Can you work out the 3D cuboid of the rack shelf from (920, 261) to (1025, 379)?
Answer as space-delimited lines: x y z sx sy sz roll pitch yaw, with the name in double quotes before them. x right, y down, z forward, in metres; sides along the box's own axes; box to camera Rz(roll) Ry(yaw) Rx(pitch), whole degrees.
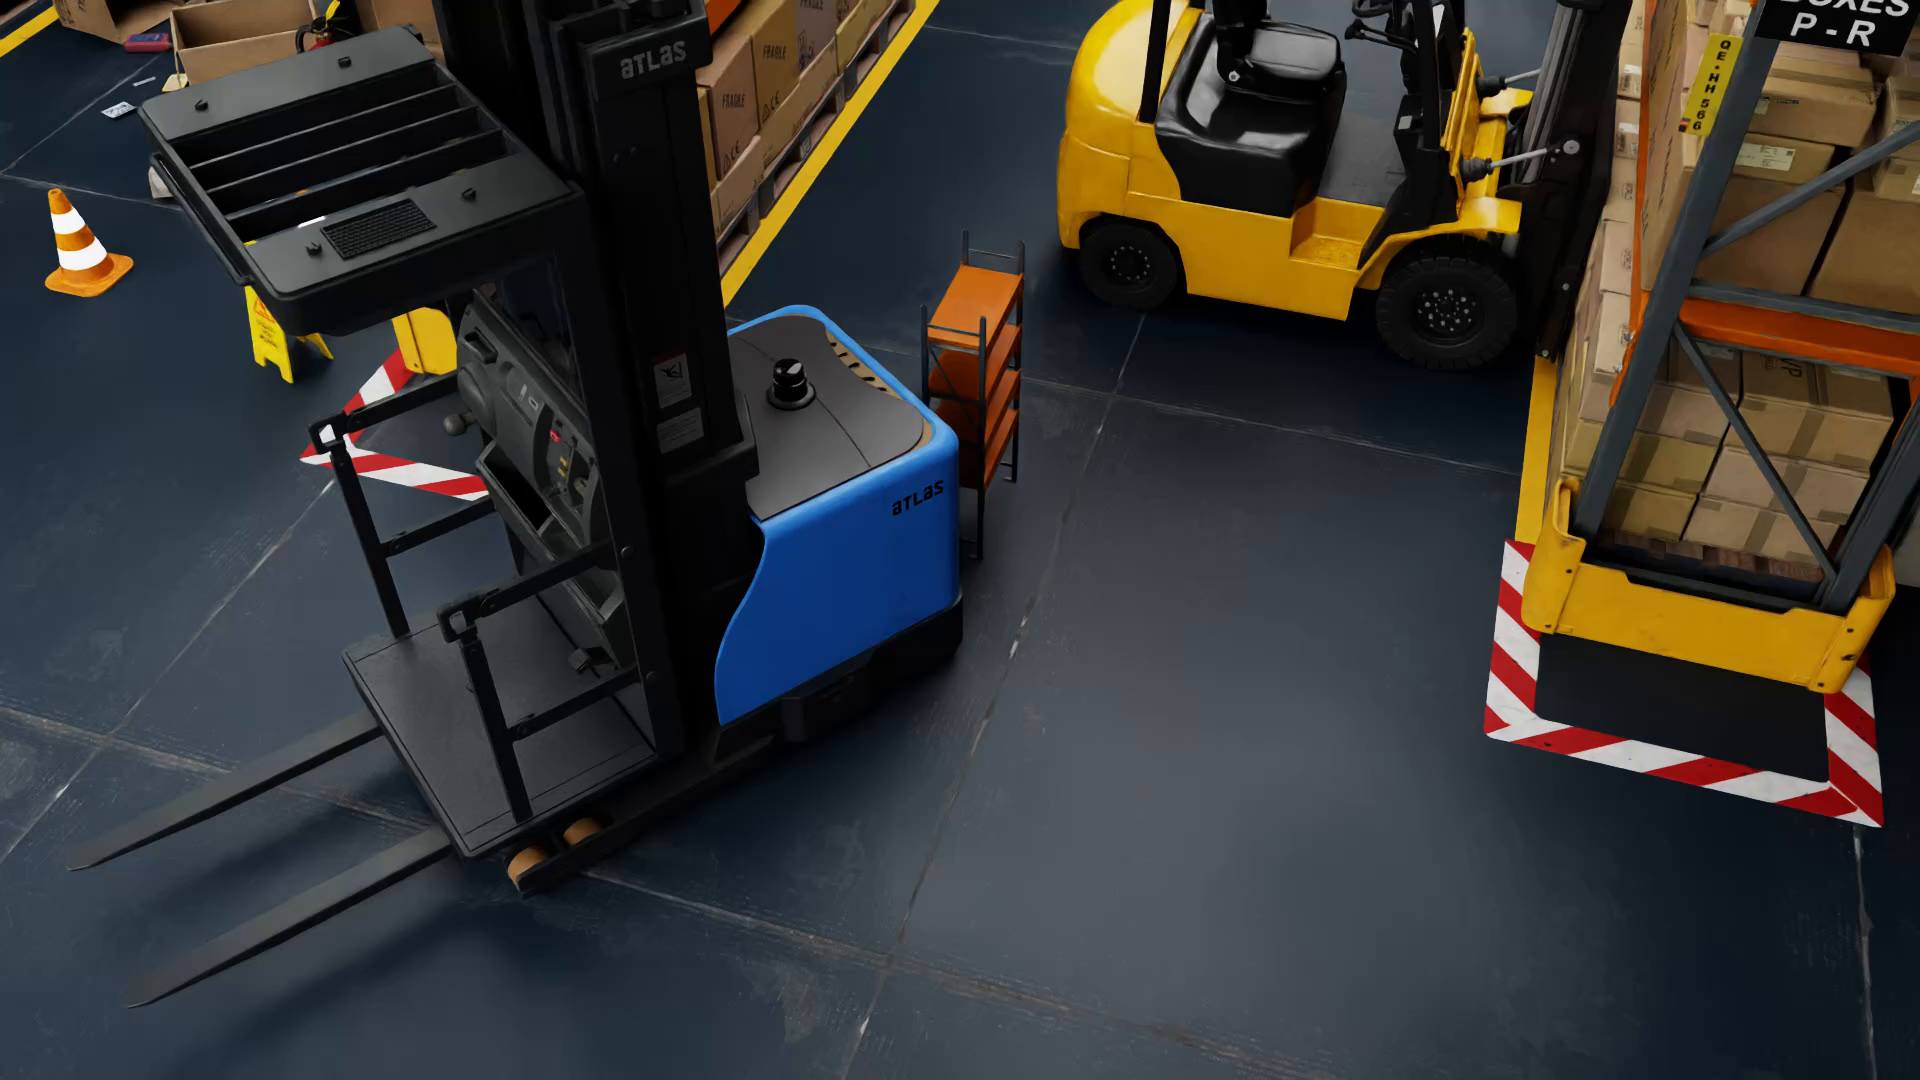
"rack shelf" 0.050 -0.820 6.168 0.258 0.148 0.480 13 46 13

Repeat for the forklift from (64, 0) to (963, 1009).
"forklift" -1.478 -0.293 4.954 3.031 2.935 1.130 -27 50 -25

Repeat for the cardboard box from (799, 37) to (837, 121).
"cardboard box" -0.980 -2.480 8.805 0.500 0.250 0.500 13 46 13

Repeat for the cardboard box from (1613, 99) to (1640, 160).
"cardboard box" 3.069 -1.658 7.250 0.500 0.250 0.500 12 46 12

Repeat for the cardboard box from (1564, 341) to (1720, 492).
"cardboard box" 2.623 -0.480 6.404 0.500 0.250 0.500 12 46 12

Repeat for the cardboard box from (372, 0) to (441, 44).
"cardboard box" -2.056 -2.355 6.727 0.500 0.500 0.500 12 46 12

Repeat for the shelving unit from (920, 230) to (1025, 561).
"shelving unit" 0.050 -0.539 6.443 0.258 1.200 0.503 13 46 13

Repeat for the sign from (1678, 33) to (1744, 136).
"sign" 2.261 -1.366 5.004 0.100 0.325 0.005 13 46 13

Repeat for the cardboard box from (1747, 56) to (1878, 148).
"cardboard box" 2.681 -1.401 5.289 0.380 0.149 0.250 13 46 13

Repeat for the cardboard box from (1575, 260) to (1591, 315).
"cardboard box" 2.922 -1.161 7.100 0.500 0.250 0.500 12 46 12

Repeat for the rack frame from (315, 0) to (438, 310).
"rack frame" -1.958 -1.793 6.437 1.000 3.000 0.127 13 46 13

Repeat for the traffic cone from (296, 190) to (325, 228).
"traffic cone" -3.057 -1.446 7.896 0.336 0.463 0.334 13 46 13

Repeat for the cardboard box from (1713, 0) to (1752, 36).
"cardboard box" 2.780 -1.752 5.648 0.380 0.149 0.250 13 46 13

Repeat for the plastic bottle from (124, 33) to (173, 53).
"plastic bottle" -4.684 -2.888 9.658 0.283 0.061 0.133 -2 44 -2

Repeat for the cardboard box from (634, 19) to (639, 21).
"cardboard box" -1.550 -2.192 6.561 0.500 0.500 0.500 12 46 12

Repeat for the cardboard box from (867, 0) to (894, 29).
"cardboard box" -0.669 -3.175 9.516 0.500 0.250 0.500 14 46 14

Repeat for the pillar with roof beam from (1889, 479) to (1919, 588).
"pillar with roof beam" -0.259 -4.073 4.478 9.100 9.000 0.400 13 46 13

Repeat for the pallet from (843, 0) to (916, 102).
"pallet" -0.916 -3.007 9.672 1.003 0.211 1.213 13 46 13

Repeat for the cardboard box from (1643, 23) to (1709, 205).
"cardboard box" 2.839 -1.507 6.074 0.500 0.500 0.500 14 46 14

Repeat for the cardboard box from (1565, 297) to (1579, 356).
"cardboard box" 2.935 -0.952 7.244 0.500 0.250 0.500 13 46 13

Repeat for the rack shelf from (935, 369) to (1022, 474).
"rack shelf" 0.050 -0.491 6.490 0.258 0.148 0.480 13 46 13

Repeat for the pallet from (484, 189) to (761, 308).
"pallet" -1.655 -1.381 8.010 1.003 0.211 1.213 13 46 13

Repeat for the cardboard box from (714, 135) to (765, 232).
"cardboard box" -1.288 -1.778 8.088 0.500 0.250 0.500 14 46 14

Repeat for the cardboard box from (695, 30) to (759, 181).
"cardboard box" -1.289 -2.072 7.853 0.500 0.500 0.500 11 45 11

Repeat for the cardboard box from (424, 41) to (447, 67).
"cardboard box" -2.049 -1.997 6.826 0.380 0.149 0.250 14 46 14

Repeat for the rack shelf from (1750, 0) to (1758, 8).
"rack shelf" 3.379 -2.892 5.930 1.077 0.370 4.000 13 46 13

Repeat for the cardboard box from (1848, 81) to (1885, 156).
"cardboard box" 3.138 -1.360 5.460 0.380 0.149 0.250 13 46 13

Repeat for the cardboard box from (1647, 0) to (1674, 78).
"cardboard box" 3.135 -2.186 6.768 0.500 0.500 0.500 13 46 13

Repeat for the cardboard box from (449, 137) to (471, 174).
"cardboard box" -1.964 -1.817 7.592 0.500 0.500 0.500 13 46 13

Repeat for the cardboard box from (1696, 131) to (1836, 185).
"cardboard box" 2.612 -1.302 5.400 0.380 0.149 0.250 13 46 13

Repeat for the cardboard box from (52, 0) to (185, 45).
"cardboard box" -4.987 -3.295 9.758 0.500 0.500 0.500 20 48 19

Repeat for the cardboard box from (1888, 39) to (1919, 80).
"cardboard box" 3.219 -1.460 5.350 0.380 0.149 0.250 14 46 14

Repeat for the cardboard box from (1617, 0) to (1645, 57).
"cardboard box" 3.375 -2.340 7.947 0.500 0.250 0.500 13 46 13

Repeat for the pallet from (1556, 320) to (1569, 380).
"pallet" 3.337 -1.076 7.699 1.003 0.211 1.213 13 46 13

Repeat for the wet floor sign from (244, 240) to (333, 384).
"wet floor sign" -3.035 -1.051 7.363 0.267 0.644 0.232 28 51 26

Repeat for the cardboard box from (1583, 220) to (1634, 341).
"cardboard box" 2.765 -0.983 6.561 0.500 0.250 0.500 13 46 13

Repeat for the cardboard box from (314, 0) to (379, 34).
"cardboard box" -3.564 -3.281 9.646 0.797 0.637 0.503 13 46 13

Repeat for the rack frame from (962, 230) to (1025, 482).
"rack frame" 0.124 -0.702 6.609 0.240 1.200 0.015 13 46 13

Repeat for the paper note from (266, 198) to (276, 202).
"paper note" -3.569 -1.783 8.550 0.148 0.019 0.142 -2 44 -2

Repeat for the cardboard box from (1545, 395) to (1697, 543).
"cardboard box" 2.615 -0.291 6.569 0.500 0.250 0.500 13 46 13

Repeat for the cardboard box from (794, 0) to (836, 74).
"cardboard box" -0.976 -2.763 8.559 0.500 0.500 0.500 15 46 15

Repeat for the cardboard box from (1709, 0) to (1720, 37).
"cardboard box" 2.884 -1.801 5.911 0.380 0.149 0.250 12 46 12

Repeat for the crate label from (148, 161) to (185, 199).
"crate label" -4.039 -1.875 8.568 0.250 0.136 0.298 -9 45 -9

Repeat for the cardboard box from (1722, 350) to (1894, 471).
"cardboard box" 3.100 -0.549 6.117 0.500 0.250 0.500 12 46 12

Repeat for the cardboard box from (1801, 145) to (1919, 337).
"cardboard box" 3.188 -1.051 5.608 0.500 0.500 0.500 14 46 14

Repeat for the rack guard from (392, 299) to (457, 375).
"rack guard" -1.935 -0.950 7.363 1.175 0.500 0.348 13 46 13
